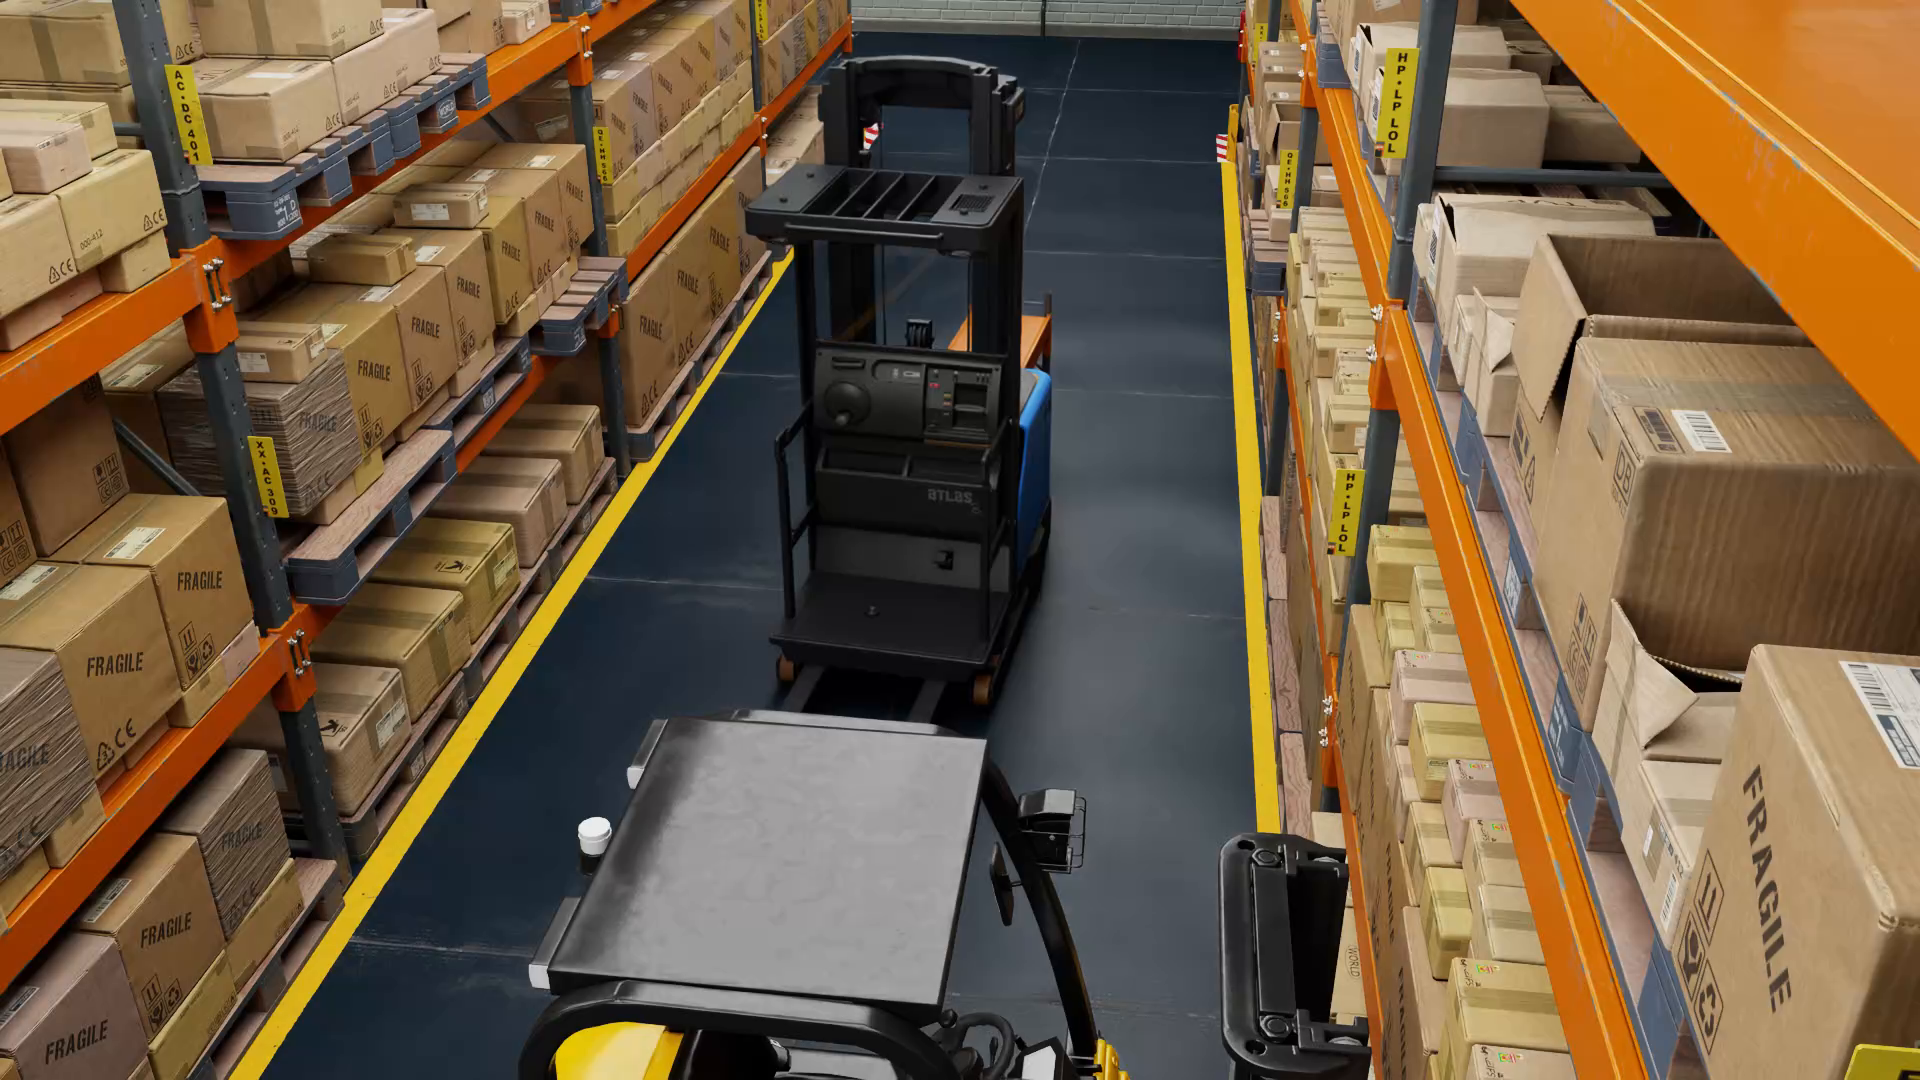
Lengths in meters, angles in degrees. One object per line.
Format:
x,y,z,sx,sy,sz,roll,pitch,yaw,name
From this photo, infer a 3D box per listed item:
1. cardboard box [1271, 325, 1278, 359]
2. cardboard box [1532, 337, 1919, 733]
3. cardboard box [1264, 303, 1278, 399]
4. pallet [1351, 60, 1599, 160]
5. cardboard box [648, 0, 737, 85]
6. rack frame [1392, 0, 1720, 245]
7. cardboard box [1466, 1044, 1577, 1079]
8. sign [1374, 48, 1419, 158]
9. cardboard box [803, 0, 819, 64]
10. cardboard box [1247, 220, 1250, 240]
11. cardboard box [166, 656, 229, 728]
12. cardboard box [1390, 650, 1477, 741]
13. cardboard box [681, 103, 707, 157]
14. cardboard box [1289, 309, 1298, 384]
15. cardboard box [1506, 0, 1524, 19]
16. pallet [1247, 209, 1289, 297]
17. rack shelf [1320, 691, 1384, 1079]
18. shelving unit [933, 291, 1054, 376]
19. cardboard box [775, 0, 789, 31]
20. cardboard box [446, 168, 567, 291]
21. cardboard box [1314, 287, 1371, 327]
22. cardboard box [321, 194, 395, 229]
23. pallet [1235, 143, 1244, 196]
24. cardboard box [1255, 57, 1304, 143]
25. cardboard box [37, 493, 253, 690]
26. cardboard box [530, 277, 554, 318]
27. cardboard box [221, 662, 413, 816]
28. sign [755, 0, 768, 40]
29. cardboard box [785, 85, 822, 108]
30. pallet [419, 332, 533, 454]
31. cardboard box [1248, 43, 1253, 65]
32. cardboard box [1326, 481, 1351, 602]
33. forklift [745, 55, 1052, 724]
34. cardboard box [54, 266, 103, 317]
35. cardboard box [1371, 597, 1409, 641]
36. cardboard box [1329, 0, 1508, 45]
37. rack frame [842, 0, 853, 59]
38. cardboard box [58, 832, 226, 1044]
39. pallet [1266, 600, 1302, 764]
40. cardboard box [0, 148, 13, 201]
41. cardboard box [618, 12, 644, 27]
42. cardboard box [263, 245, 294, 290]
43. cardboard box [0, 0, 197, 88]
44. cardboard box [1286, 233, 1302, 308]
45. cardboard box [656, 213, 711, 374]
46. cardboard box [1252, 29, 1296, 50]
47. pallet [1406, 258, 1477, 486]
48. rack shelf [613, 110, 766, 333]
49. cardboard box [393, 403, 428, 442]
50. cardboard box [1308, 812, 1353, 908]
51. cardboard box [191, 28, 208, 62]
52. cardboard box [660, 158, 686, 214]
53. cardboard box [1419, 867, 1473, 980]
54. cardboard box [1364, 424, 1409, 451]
2.149,-1.220,10.360,0.380,0.149,0.250,2,28,4,cardboard box
1.394,0.001,2.769,0.700,0.500,0.500,4,29,7,cardboard box
2.308,-1.250,11.100,0.500,0.500,0.500,5,29,8,cardboard box
2.208,-1.858,7.074,1.003,0.211,1.213,5,29,9,pallet
-1.961,-3.657,12.216,0.500,0.500,0.500,4,29,7,cardboard box
1.847,-2.231,4.402,1.000,3.000,0.127,3,28,6,rack frame
1.222,1.167,3.317,0.380,0.149,0.250,4,29,7,cardboard box
1.307,-1.303,4.967,0.100,0.325,0.005,3,28,6,sign
-1.586,-4.604,15.029,0.500,0.500,0.500,4,29,8,cardboard box
2.604,-2.564,13.910,0.380,0.149,0.250,3,28,5,cardboard box
-2.841,0.521,5.885,0.380,0.149,0.250,4,29,7,cardboard box
1.415,0.447,4.655,0.380,0.149,0.250,4,29,7,cardboard box
-2.070,-2.852,11.513,0.500,0.250,0.500,4,29,7,cardboard box
1.973,-0.975,8.556,0.500,0.250,0.500,3,28,5,cardboard box
2.502,-2.600,7.860,0.500,0.250,0.500,3,28,6,cardboard box
2.350,-1.711,9.966,1.213,0.211,1.003,3,28,6,pallet
1.602,1.669,4.248,1.077,0.370,4.000,3,28,6,rack shelf
0.205,-0.812,10.071,0.538,1.125,1.048,6,29,11,shelving unit
-1.733,-4.573,13.917,0.500,0.500,0.500,3,28,6,cardboard box
-2.422,-1.645,8.778,0.500,0.500,0.500,3,28,5,cardboard box
1.858,-1.061,7.767,0.380,0.149,0.250,4,29,7,cardboard box
-2.990,-1.424,8.369,0.500,0.500,0.500,4,29,7,cardboard box
3.211,-3.599,16.208,1.003,0.211,1.213,3,28,6,pallet
2.482,-3.126,11.841,0.700,0.500,0.500,4,29,7,cardboard box
-2.888,0.173,5.848,0.500,0.500,0.500,3,28,5,cardboard box
-2.383,-1.296,8.814,0.380,0.149,0.250,2,28,4,cardboard box
-3.018,0.849,7.340,0.950,0.372,0.625,4,29,7,cardboard box
-1.560,-4.090,13.041,0.100,0.325,0.005,3,28,6,sign
-1.591,-4.265,16.763,0.875,0.438,0.875,2,28,4,cardboard box
-2.792,-0.740,8.164,1.003,0.211,1.213,3,28,6,pallet
2.797,-4.385,14.992,0.380,0.149,0.250,3,28,5,cardboard box
1.653,0.011,6.199,0.500,0.250,0.500,3,28,5,cardboard box
-0.304,-0.663,7.890,1.130,2.935,3.031,6,29,11,forklift
-2.934,-0.806,5.186,0.380,0.149,0.250,4,29,7,cardboard box
1.547,0.216,5.398,0.380,0.149,0.250,3,28,5,cardboard box
2.044,-2.496,7.403,0.700,0.500,0.500,3,28,5,cardboard box
-1.610,-5.525,16.842,1.000,3.000,0.127,3,28,6,rack frame
-2.947,1.353,5.742,0.500,0.500,0.500,4,29,7,cardboard box
2.045,0.713,8.204,1.003,0.211,1.213,3,28,6,pallet
-2.979,-1.031,4.763,0.380,0.149,0.250,4,29,7,cardboard box
-2.538,-3.459,11.848,0.500,0.500,0.500,3,28,5,cardboard box
-3.166,-1.208,7.283,0.380,0.149,0.250,2,28,4,cardboard box
-3.135,-1.816,5.984,0.500,0.250,0.500,4,29,7,cardboard box
2.015,-1.433,8.879,0.500,0.250,0.500,3,28,6,cardboard box
-2.309,-1.748,11.630,0.875,0.875,0.875,4,29,7,cardboard box
2.832,-4.387,14.575,0.500,0.250,0.500,3,28,5,cardboard box
1.768,-0.468,4.387,1.003,0.211,1.213,3,28,6,pallet
-2.345,-2.384,11.770,1.077,0.370,4.000,3,28,6,rack shelf
-2.628,-0.566,7.460,0.380,0.149,0.250,4,29,7,cardboard box
1.476,1.205,5.752,0.500,0.250,0.500,3,28,5,cardboard box
-3.085,-1.837,6.550,0.500,0.250,0.500,4,29,7,cardboard box
-2.165,-2.398,11.197,0.500,0.250,0.500,4,29,8,cardboard box
1.337,0.942,4.049,0.380,0.149,0.250,3,28,5,cardboard box
1.764,-0.327,6.406,0.380,0.149,0.250,3,28,6,cardboard box
